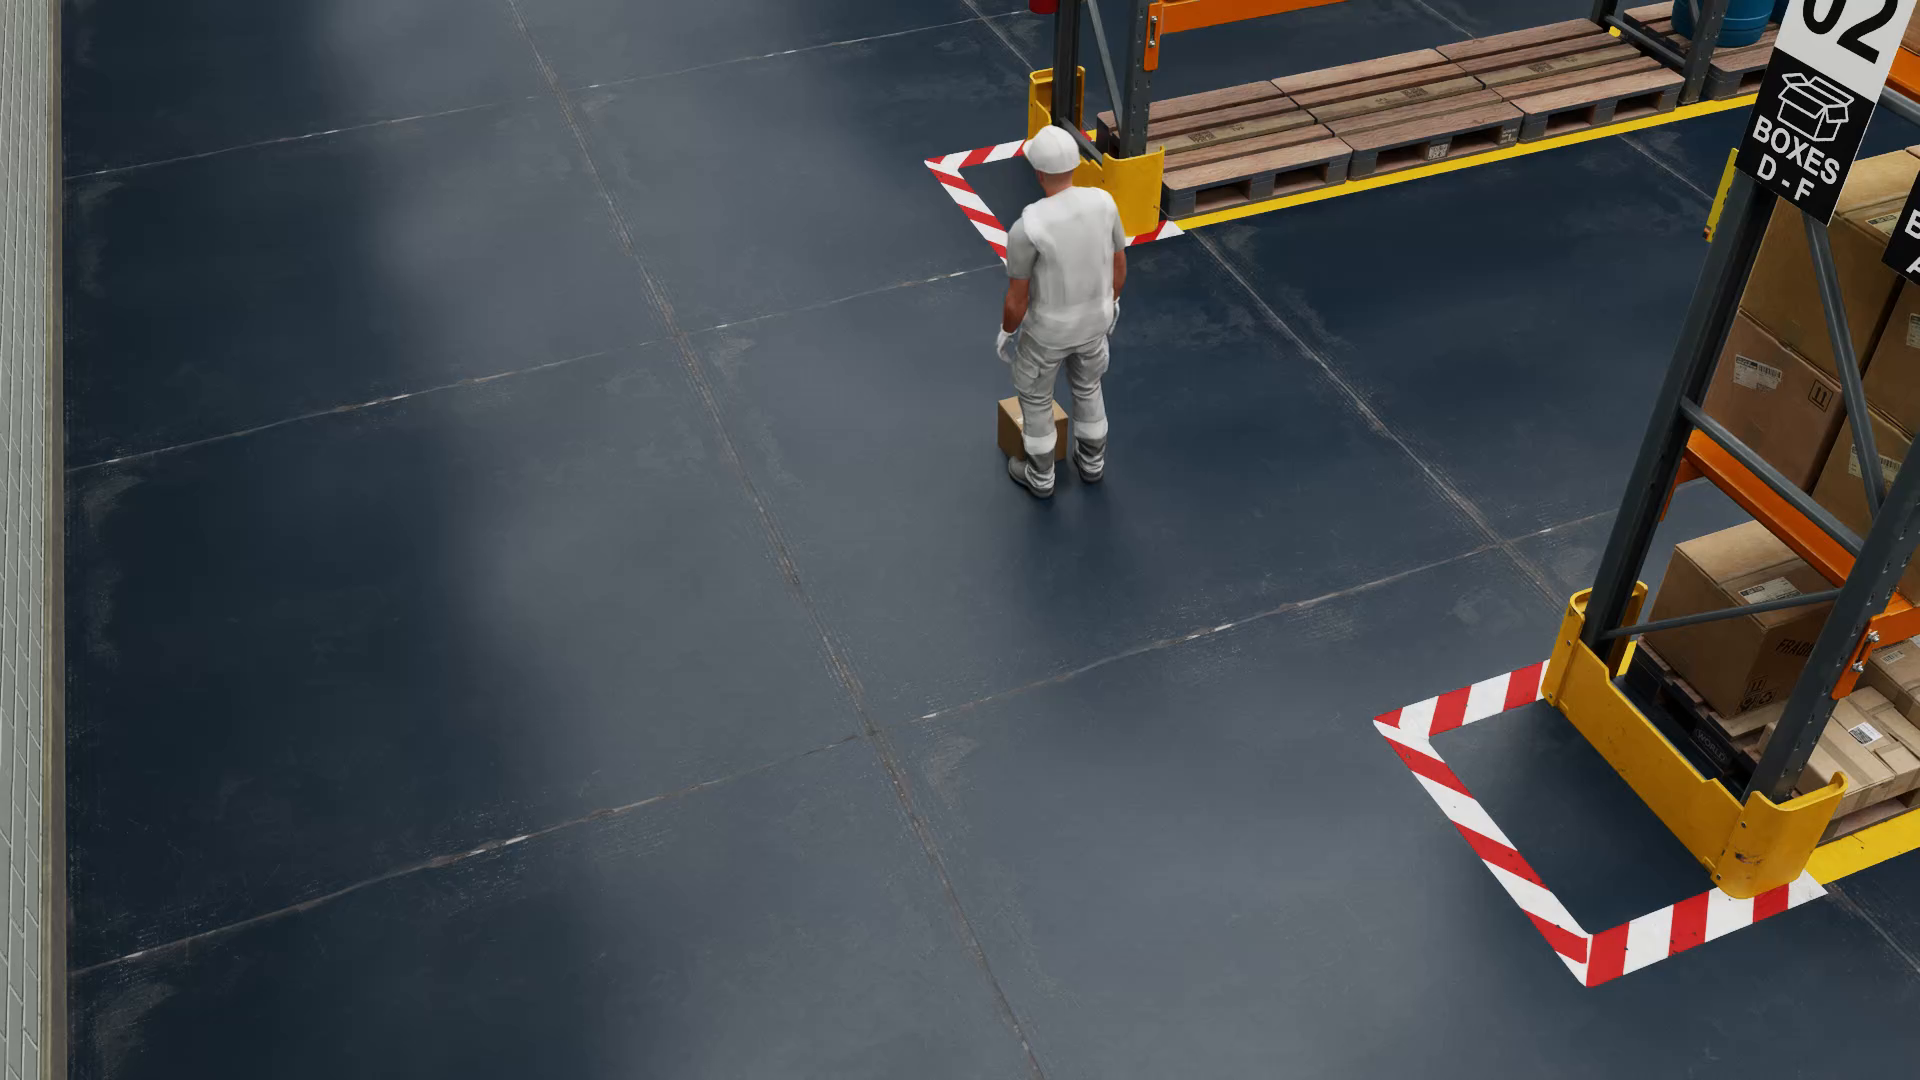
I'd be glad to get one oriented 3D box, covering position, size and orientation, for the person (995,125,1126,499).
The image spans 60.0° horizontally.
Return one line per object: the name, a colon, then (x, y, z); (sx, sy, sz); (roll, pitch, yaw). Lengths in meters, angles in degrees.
person: (0.432, -0.957, 7.235); (0.614, 1.778, 0.452); (-18, 44, -19)
